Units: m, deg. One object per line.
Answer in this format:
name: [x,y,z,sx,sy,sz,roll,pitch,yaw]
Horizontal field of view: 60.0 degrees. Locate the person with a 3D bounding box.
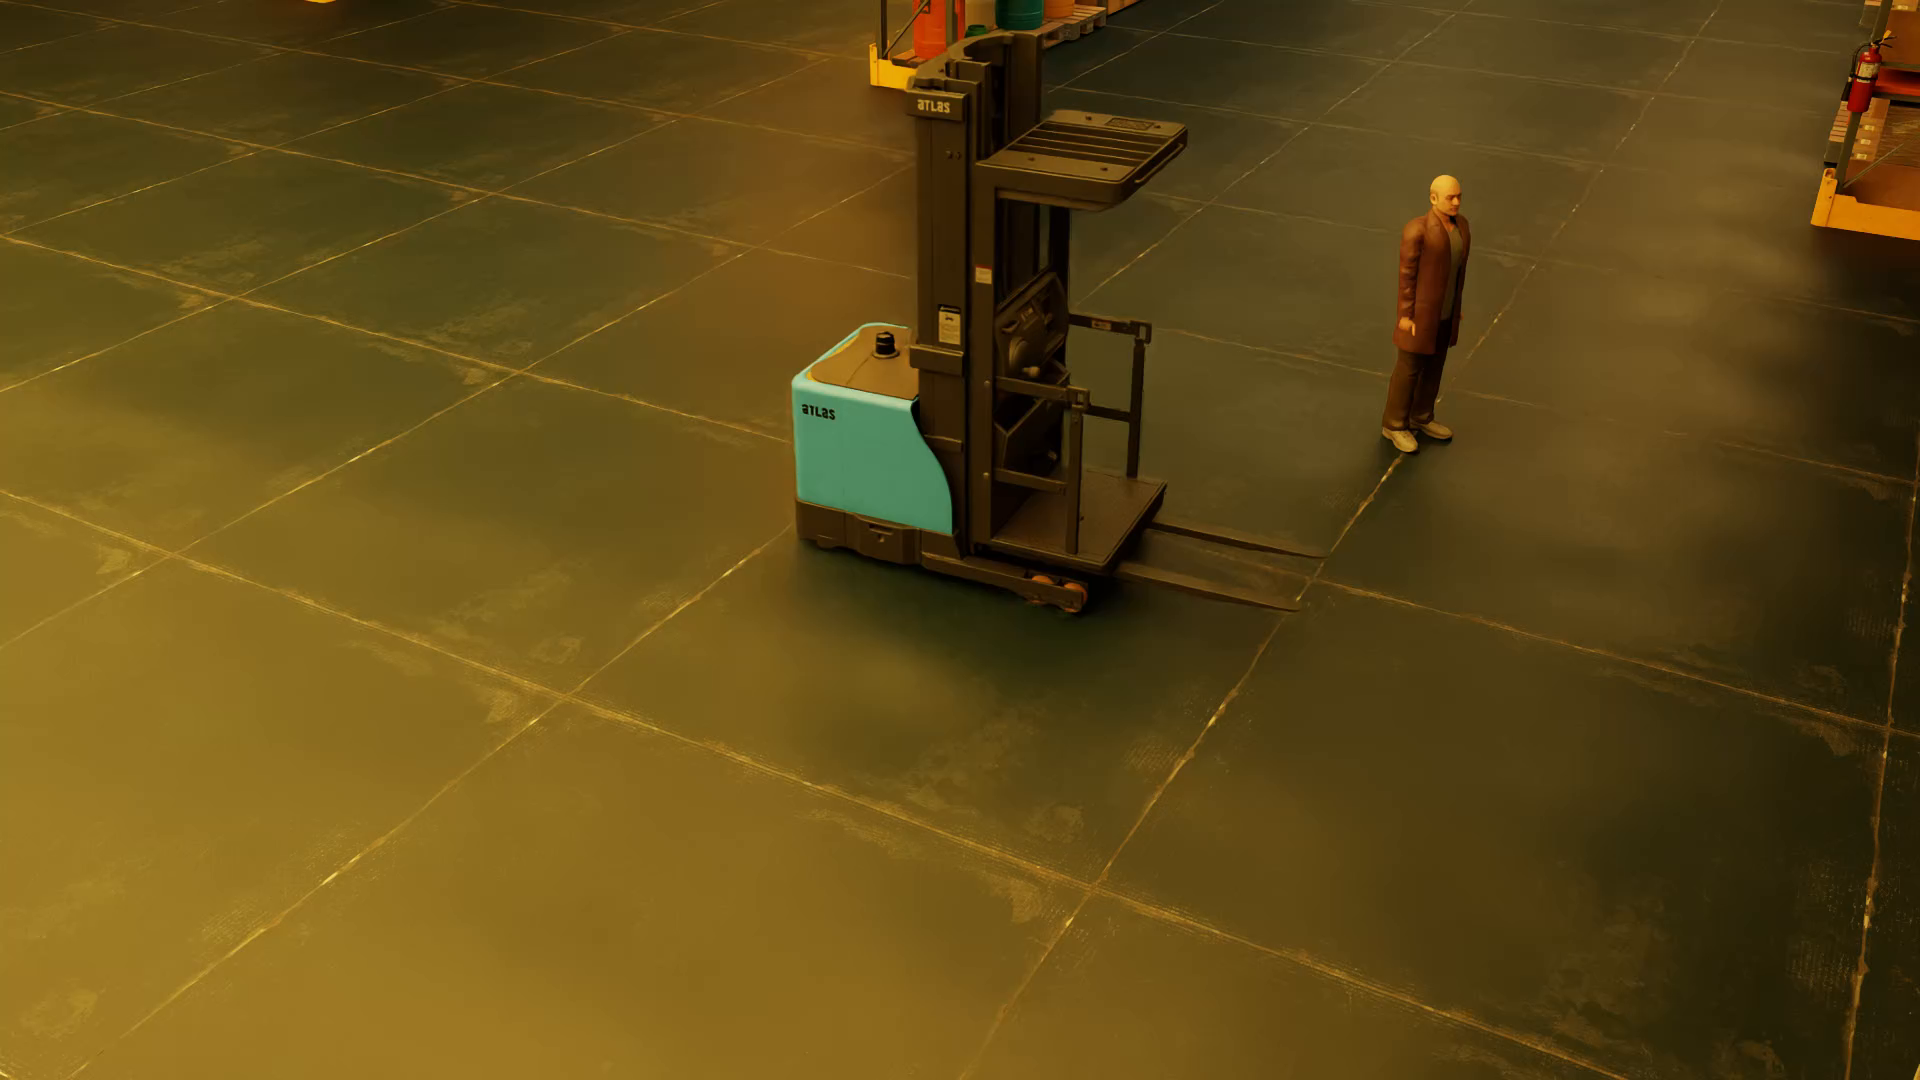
person: [3.077,-1.473,10.772,0.551,1.782,0.393,-19,35,-29]

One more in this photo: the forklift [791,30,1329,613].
forklift: [0.579,-1.165,9.088,3.031,2.935,1.130,13,32,21]
